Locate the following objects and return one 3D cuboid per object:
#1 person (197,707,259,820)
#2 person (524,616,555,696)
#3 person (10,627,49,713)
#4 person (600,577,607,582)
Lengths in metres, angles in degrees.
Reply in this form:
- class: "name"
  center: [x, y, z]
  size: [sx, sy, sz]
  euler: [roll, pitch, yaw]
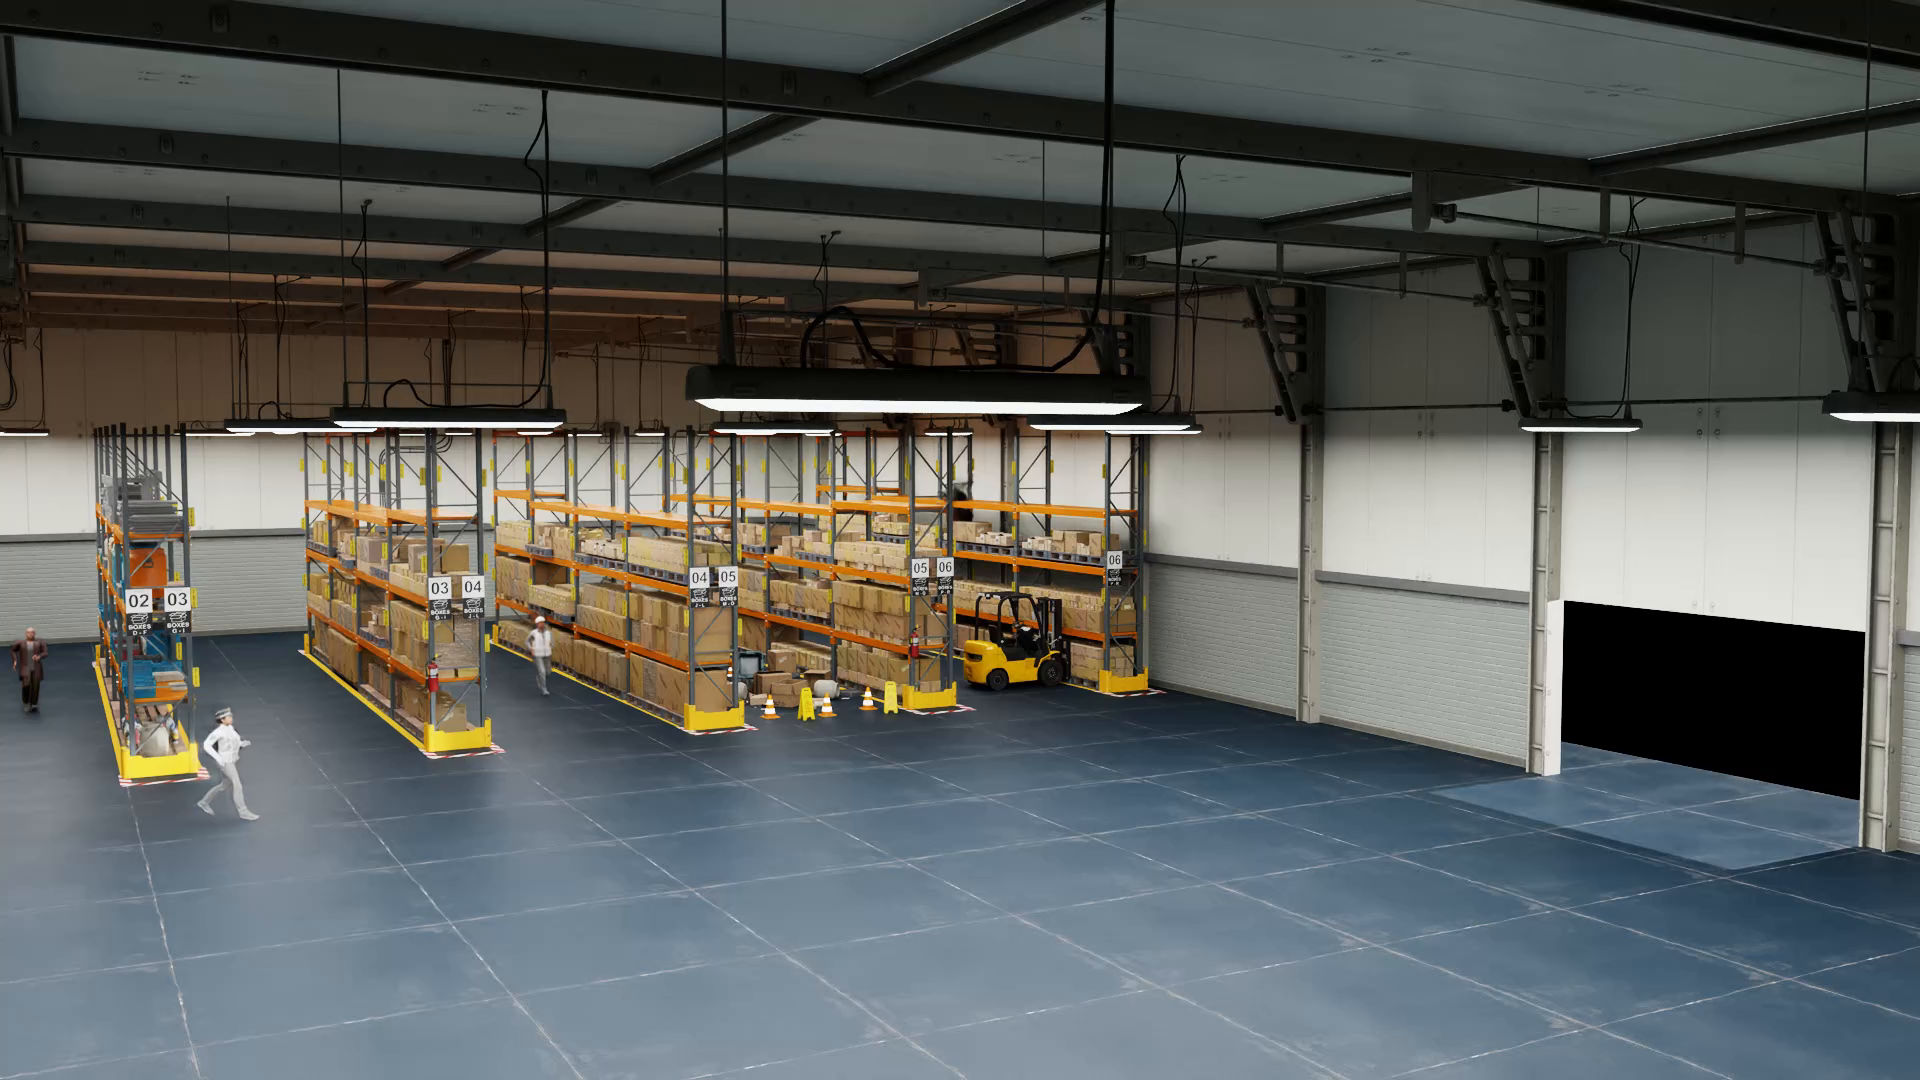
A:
- class: "person"
  center: [-10.990, 3.342, 24.919]
  size: [0.939, 1.683, 0.609]
  euler: [0, 3, -4]
- class: "person"
  center: [-9.409, 2.589, 37.354]
  size: [0.669, 1.745, 0.860]
  euler: [-3, 4, -38]
- class: "person"
  center: [-19.489, 2.729, 34.873]
  size: [0.683, 1.783, 0.748]
  euler: [-2, 4, -34]
- class: "person"
  center: [-10.542, 1.958, 49.739]
  size: [0.783, 1.493, 0.553]
  euler: [-2, 4, -32]
